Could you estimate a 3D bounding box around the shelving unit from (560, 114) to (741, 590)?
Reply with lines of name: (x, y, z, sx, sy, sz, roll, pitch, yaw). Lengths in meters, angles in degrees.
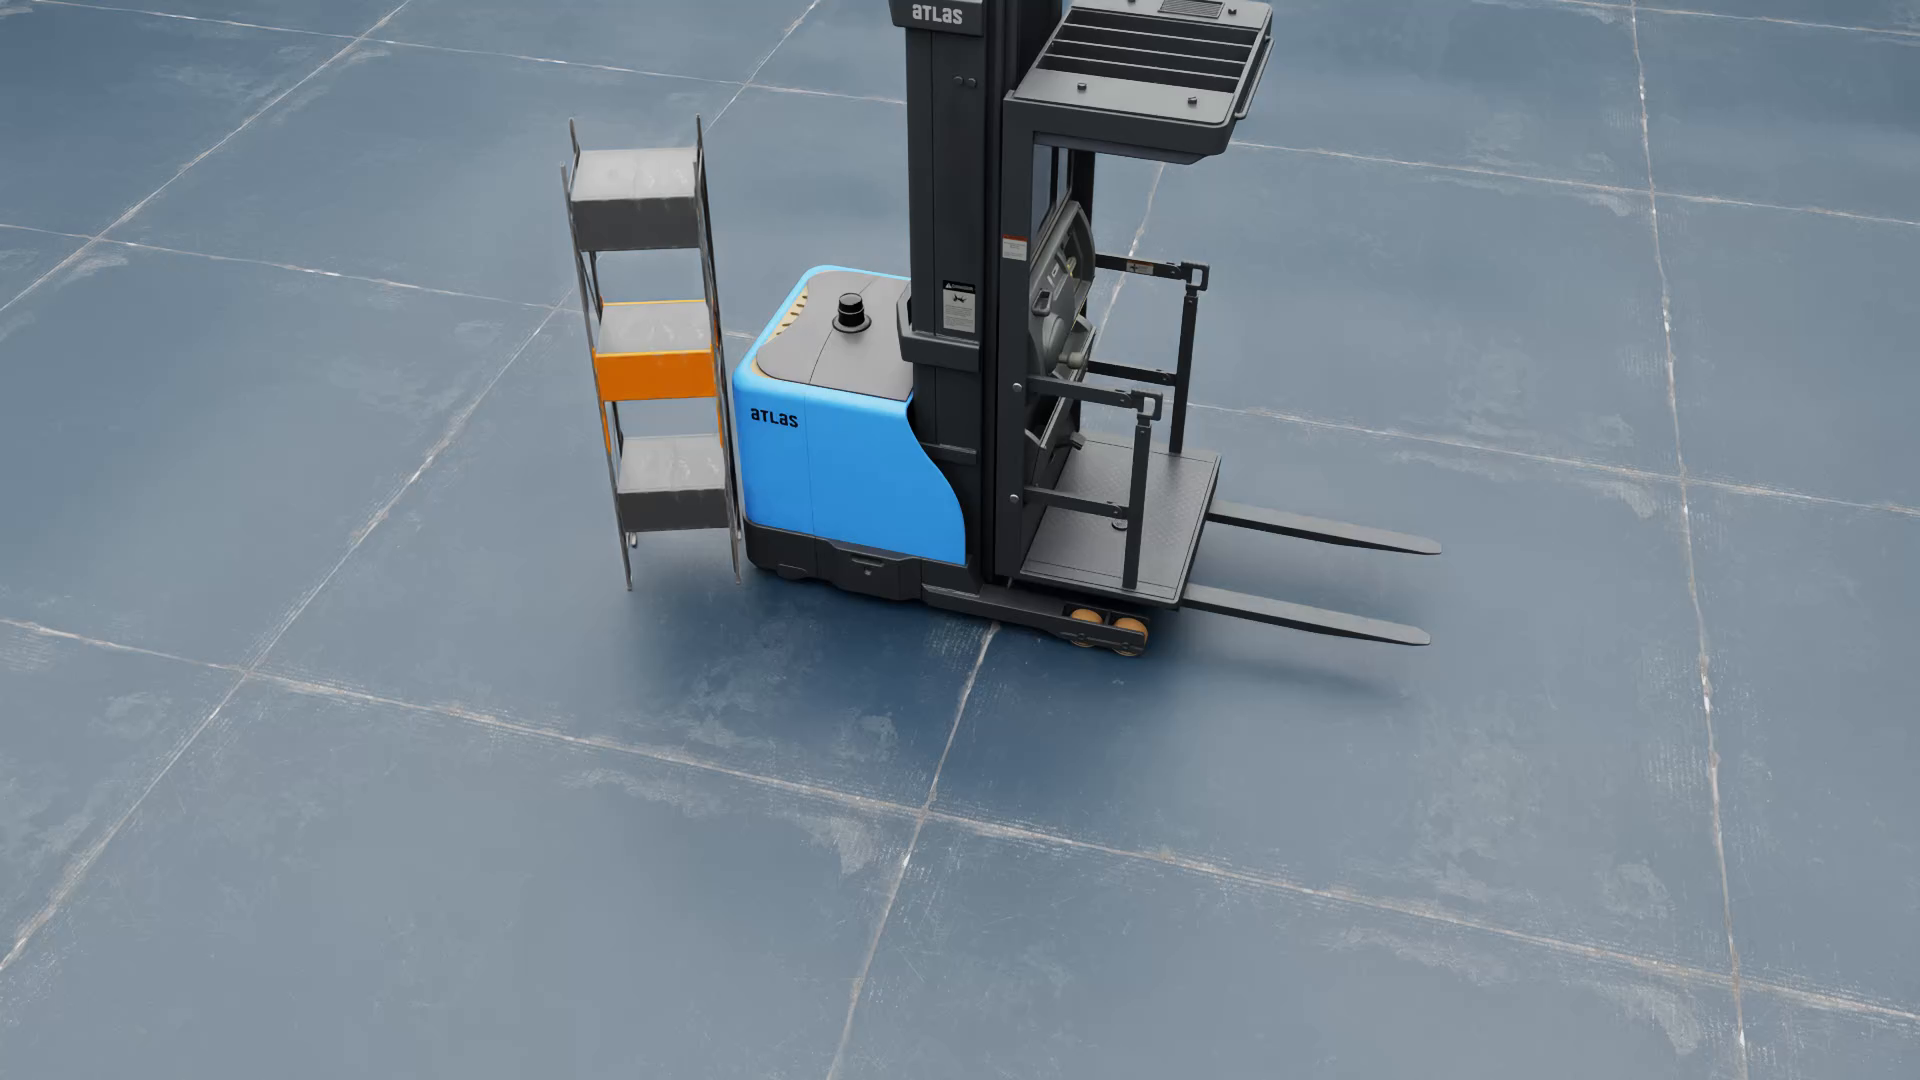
shelving unit: (-1.256, -0.718, 6.994, 0.503, 2.100, 0.431, -3, 40, -4)

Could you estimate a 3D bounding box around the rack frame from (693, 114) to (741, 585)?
rack frame: (-1.013, -0.730, 7.012, 0.015, 2.100, 0.400, -3, 40, -4)

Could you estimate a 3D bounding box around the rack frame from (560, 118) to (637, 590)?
rack frame: (-1.499, -0.706, 6.976, 0.015, 2.100, 0.400, -3, 40, -4)

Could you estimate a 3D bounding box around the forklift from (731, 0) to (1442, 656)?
forklift: (0.601, -1.005, 6.693, 3.031, 2.935, 1.130, 11, 41, 13)

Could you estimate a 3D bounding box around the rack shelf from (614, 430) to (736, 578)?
rack shelf: (-1.261, -0.171, 7.452, 0.480, 0.518, 0.431, -3, 40, -4)

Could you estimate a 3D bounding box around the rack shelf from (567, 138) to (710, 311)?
rack shelf: (-1.250, -1.244, 6.553, 0.480, 0.518, 0.431, -3, 40, -4)

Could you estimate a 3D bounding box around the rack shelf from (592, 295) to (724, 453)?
rack shelf: (-1.256, -0.708, 7.003, 0.480, 0.518, 0.431, -3, 40, -4)
